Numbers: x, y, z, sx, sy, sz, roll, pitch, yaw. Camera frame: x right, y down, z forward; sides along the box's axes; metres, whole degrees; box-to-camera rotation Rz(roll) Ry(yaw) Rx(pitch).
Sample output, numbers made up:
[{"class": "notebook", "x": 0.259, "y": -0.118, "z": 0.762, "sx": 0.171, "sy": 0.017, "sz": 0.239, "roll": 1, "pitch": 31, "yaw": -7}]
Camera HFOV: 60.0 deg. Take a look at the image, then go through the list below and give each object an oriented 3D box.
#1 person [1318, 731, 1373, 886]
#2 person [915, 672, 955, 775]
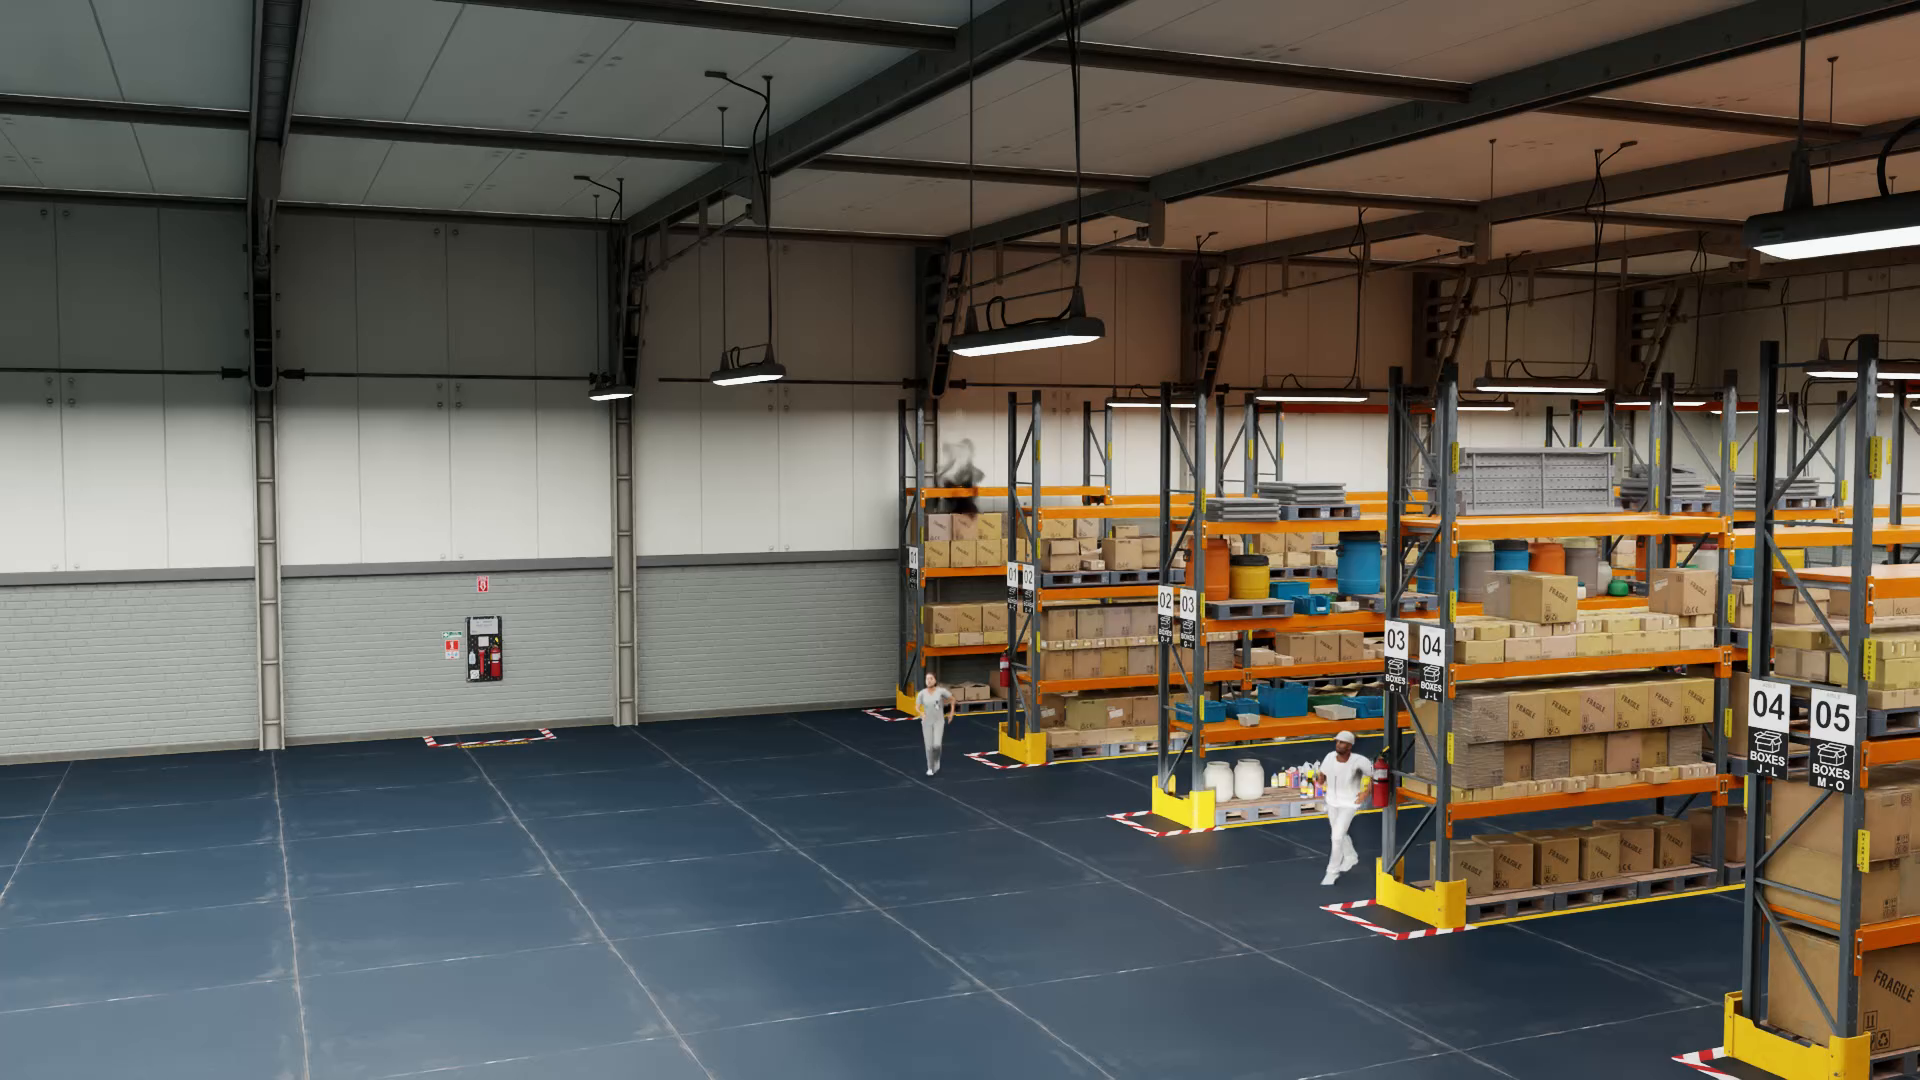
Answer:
[{"class": "person", "x": 4.532, "y": 3.144, "z": 19.578, "sx": 0.749, "sy": 1.836, "sz": 0.711, "roll": -3, "pitch": 4, "yaw": -39}, {"class": "person", "x": -0.396, "y": 2.830, "z": 25.483, "sx": 0.595, "sy": 1.625, "sz": 0.717, "roll": 1, "pitch": 3, "yaw": 9}]
